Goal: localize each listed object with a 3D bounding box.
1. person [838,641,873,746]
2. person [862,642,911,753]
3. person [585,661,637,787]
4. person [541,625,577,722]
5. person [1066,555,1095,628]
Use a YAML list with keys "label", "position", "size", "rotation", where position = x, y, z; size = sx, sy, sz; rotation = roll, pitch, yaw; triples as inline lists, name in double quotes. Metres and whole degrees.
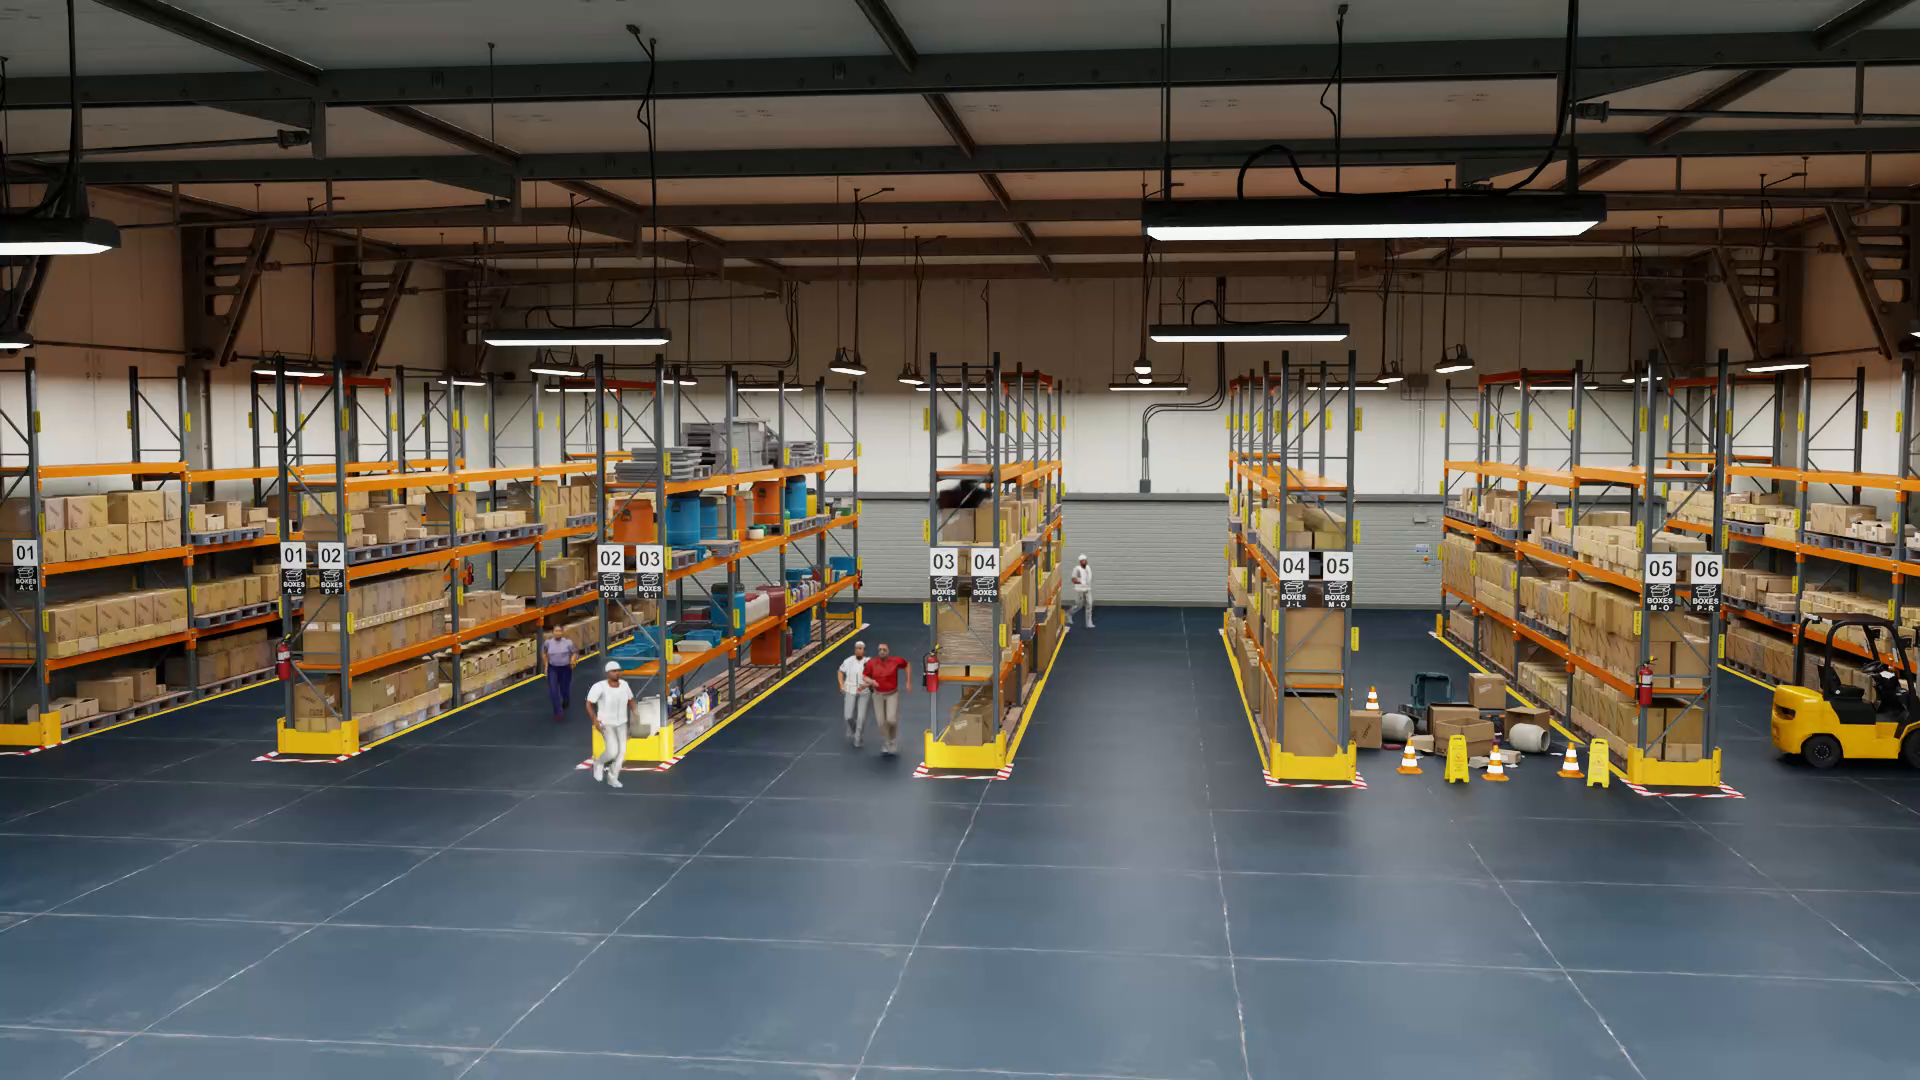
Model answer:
- label: "person"
  position: [-1.590, 2.380, 25.763]
  size: [0.626, 1.617, 0.518]
  rotation: [0, 4, -1]
- label: "person"
  position: [-1.114, 2.375, 24.968]
  size: [0.708, 1.704, 0.722]
  rotation: [1, 4, 8]
- label: "person"
  position: [-4.781, 2.524, 22.890]
  size: [0.700, 1.734, 0.577]
  rotation: [-4, 6, -44]
- label: "person"
  position: [-6.784, 2.222, 28.146]
  size: [0.592, 1.622, 0.762]
  rotation: [-1, 4, -11]
- label: "person"
  position: [2.978, 1.239, 40.533]
  size: [0.713, 1.770, 0.930]
  rotation: [-4, 5, -41]
